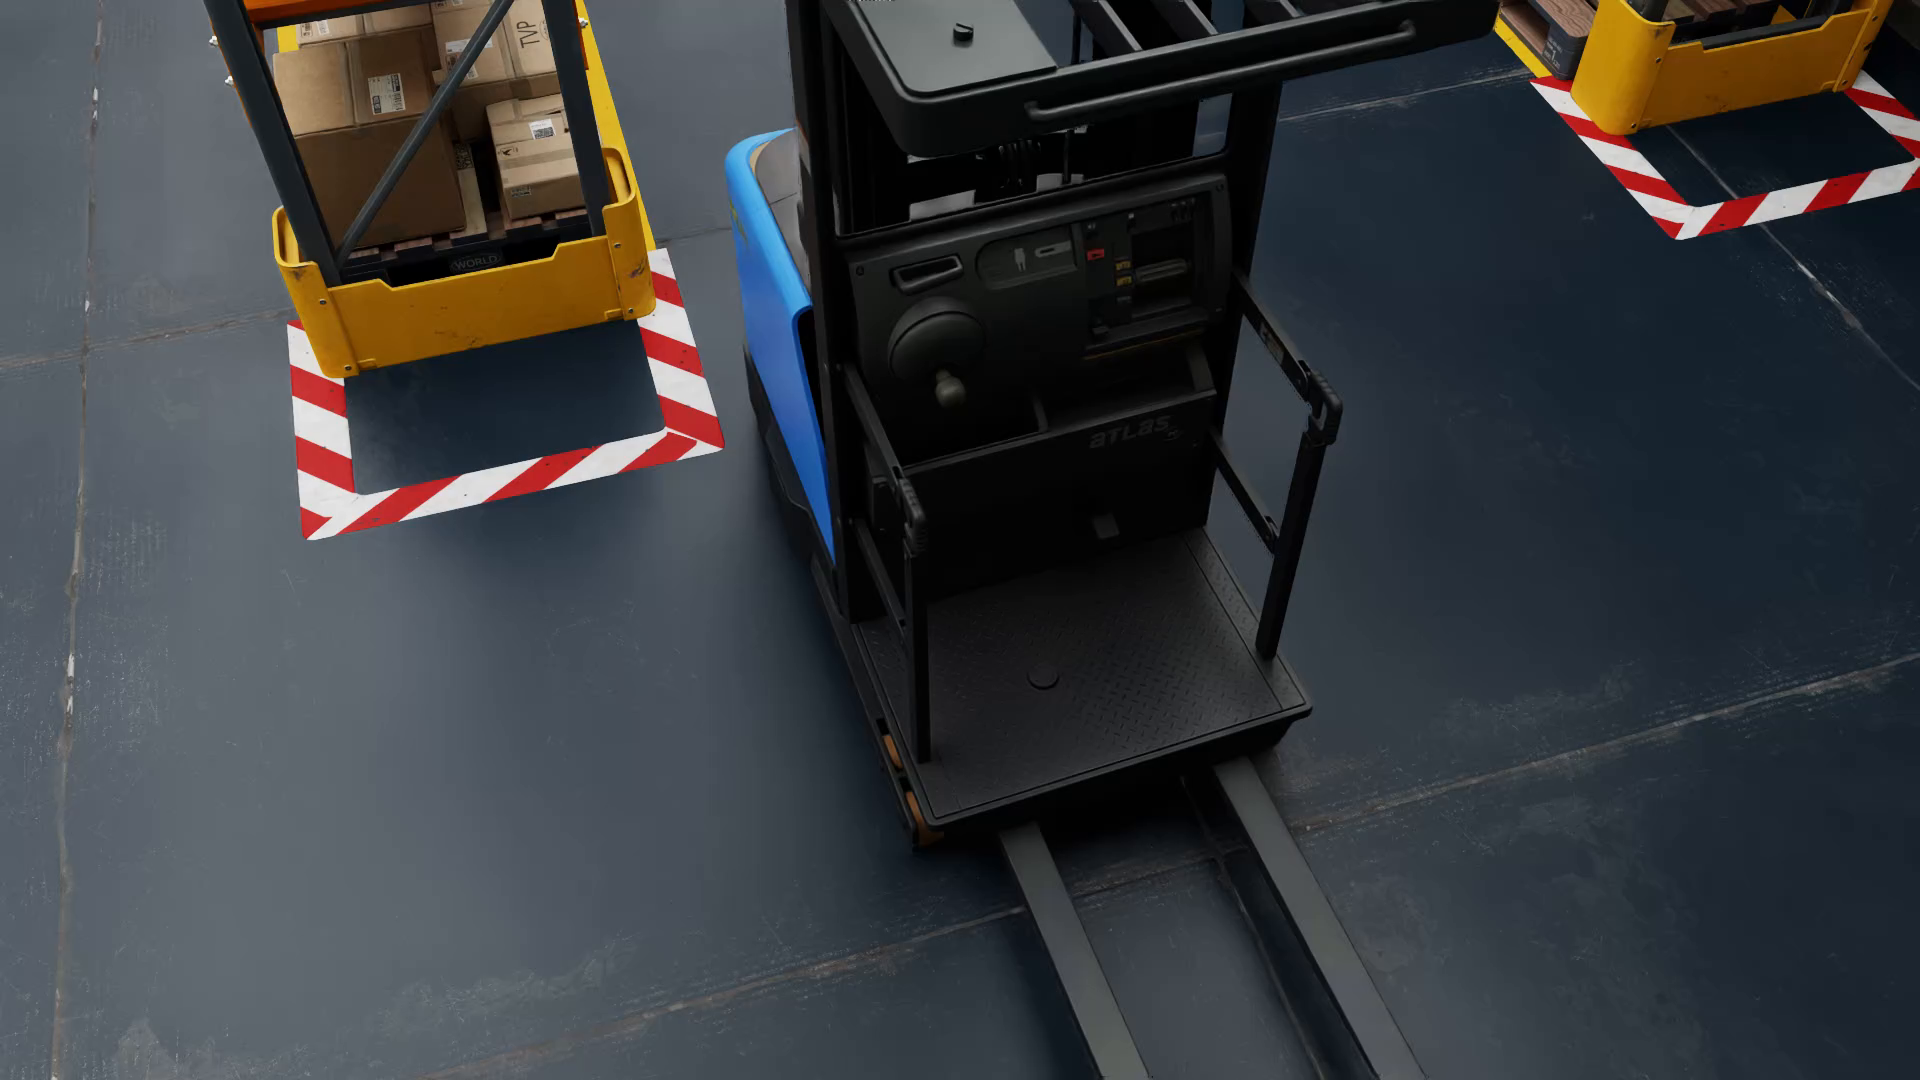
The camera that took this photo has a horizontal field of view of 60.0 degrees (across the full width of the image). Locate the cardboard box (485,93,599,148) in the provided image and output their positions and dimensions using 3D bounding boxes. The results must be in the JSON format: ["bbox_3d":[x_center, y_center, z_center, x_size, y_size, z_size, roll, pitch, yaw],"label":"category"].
[{"bbox_3d":[-1.528,-1.506,6.123,0.380,0.166,0.250,-13,51,-11],"label":"cardboard box"}]

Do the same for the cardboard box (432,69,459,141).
[{"bbox_3d":[-2.089,-1.597,6.200,0.380,0.166,0.250,-13,51,-11],"label":"cardboard box"}]

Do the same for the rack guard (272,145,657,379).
[{"bbox_3d":[-1.681,-0.961,5.733,1.175,0.500,0.348,-13,51,-11],"label":"rack guard"}]

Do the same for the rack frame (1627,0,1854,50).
[{"bbox_3d":[3.072,-2.834,5.677,1.000,3.000,0.127,-13,51,-11],"label":"rack frame"}]

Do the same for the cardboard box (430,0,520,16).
[{"bbox_3d":[-1.844,-2.158,6.618,0.500,0.250,0.500,-13,51,-11],"label":"cardboard box"}]

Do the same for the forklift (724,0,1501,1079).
[{"bbox_3d":[0.274,-0.474,3.733,1.130,2.935,3.031,-15,52,-13],"label":"forklift"}]

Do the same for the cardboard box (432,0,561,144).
[{"bbox_3d":[-1.696,-1.793,6.310,0.500,0.250,0.500,-13,51,-11],"label":"cardboard box"}]

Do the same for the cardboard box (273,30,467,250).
[{"bbox_3d":[-2.055,-1.389,5.806,0.500,0.500,0.500,-13,51,-11],"label":"cardboard box"}]

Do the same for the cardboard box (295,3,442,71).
[{"bbox_3d":[-2.307,-2.009,6.492,0.500,0.250,0.500,-13,51,-11],"label":"cardboard box"}]

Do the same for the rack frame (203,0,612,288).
[{"bbox_3d":[-1.659,-1.711,4.731,1.000,3.000,0.127,-13,51,-11],"label":"rack frame"}]

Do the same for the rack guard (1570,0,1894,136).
[{"bbox_3d":[3.079,-2.011,6.618,1.175,0.500,0.348,-13,51,-11],"label":"rack guard"}]

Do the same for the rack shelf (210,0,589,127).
[{"bbox_3d":[-2.250,-2.940,6.237,1.077,0.370,4.000,-13,51,-11],"label":"rack shelf"}]

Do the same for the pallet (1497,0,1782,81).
[{"bbox_3d":[2.761,-2.501,7.221,1.003,0.211,1.213,-13,51,-11],"label":"pallet"}]

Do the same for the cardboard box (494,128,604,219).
[{"bbox_3d":[-1.454,-1.318,5.976,0.380,0.149,0.250,-13,51,-11],"label":"cardboard box"}]

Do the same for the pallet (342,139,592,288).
[{"bbox_3d":[-1.918,-1.450,6.334,1.003,0.211,1.213,-13,51,-11],"label":"pallet"}]
